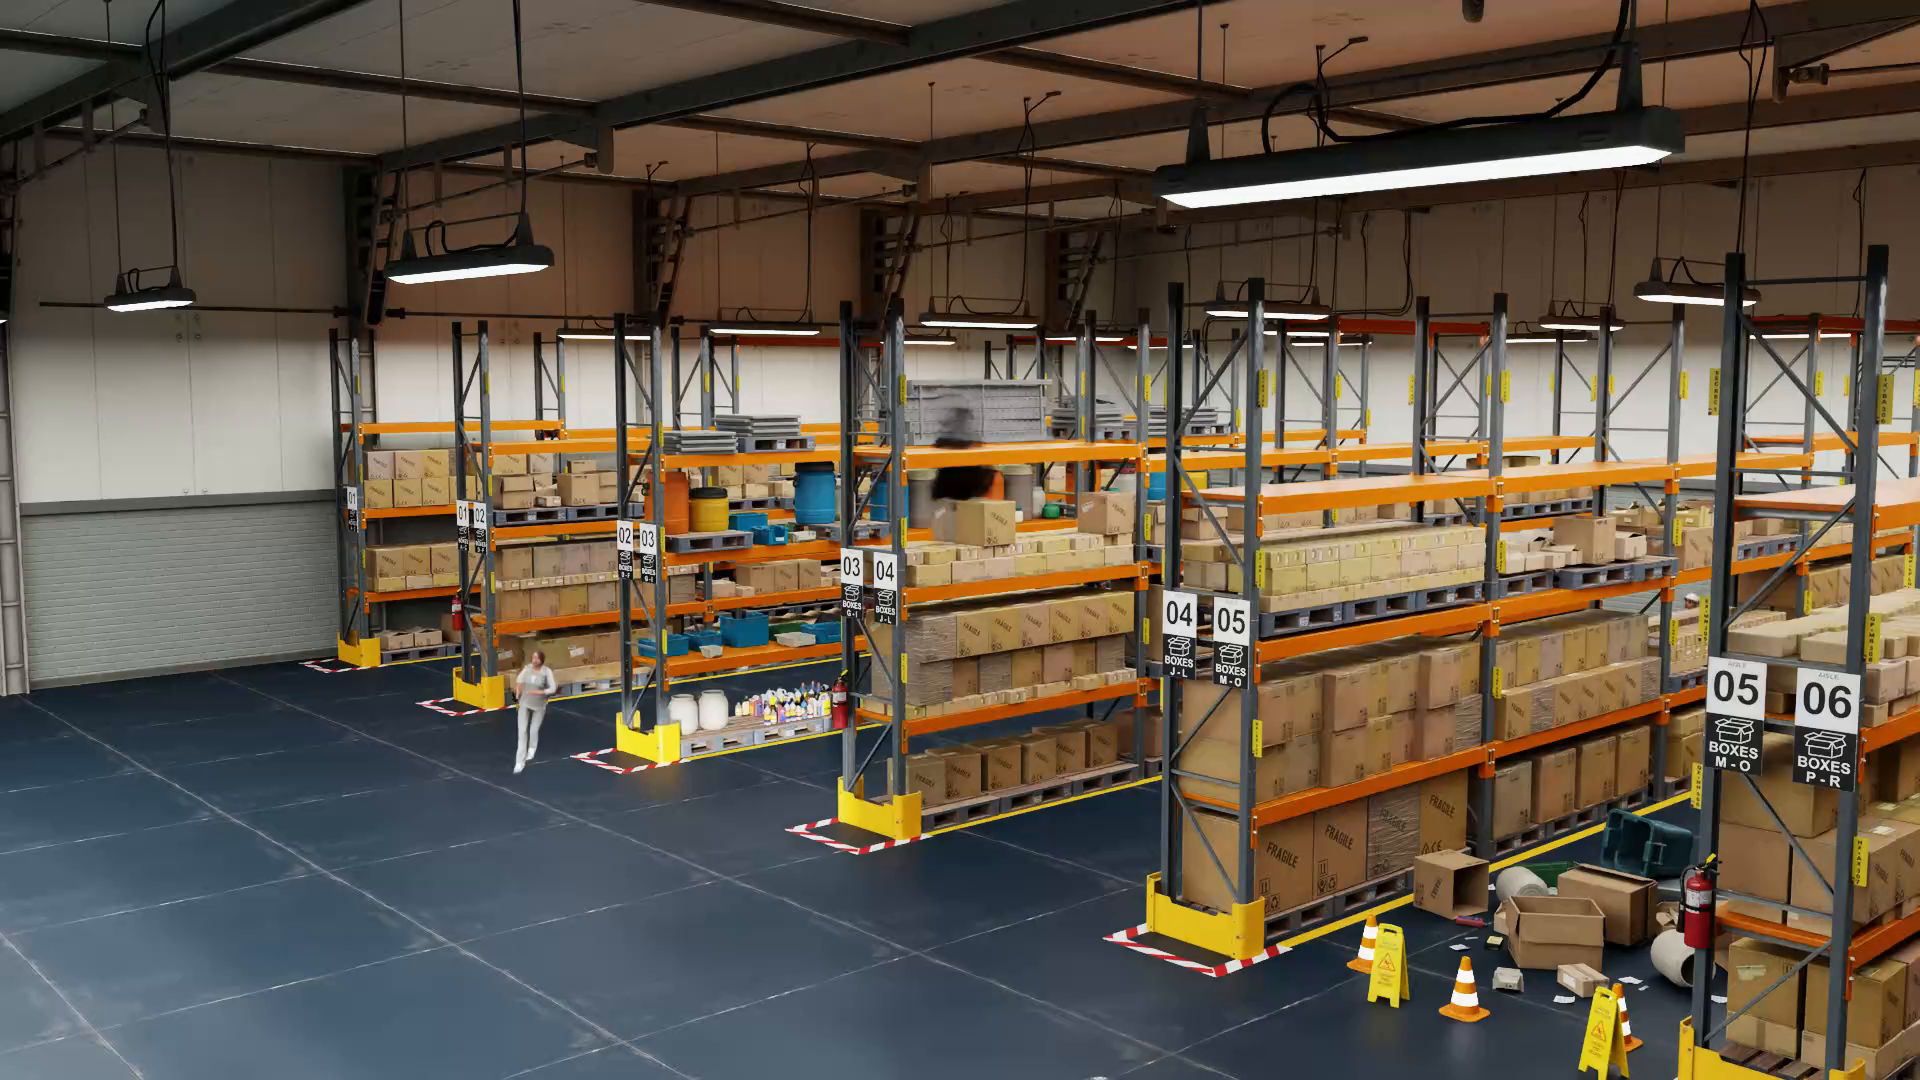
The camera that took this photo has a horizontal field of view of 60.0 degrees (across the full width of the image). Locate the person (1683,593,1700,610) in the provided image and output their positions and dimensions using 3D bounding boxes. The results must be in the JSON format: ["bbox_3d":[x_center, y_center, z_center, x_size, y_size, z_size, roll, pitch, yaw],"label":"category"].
[{"bbox_3d":[11.316,1.714,25.650,0.929,1.799,0.677,-4,7,-36],"label":"person"}]

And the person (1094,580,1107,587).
[{"bbox_3d":[2.534,1.106,32.267,0.687,1.733,0.742,4,7,34],"label":"person"}]

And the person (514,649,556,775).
[{"bbox_3d":[-5.585,2.220,21.942,0.547,1.602,0.824,0,6,-3],"label":"person"}]
